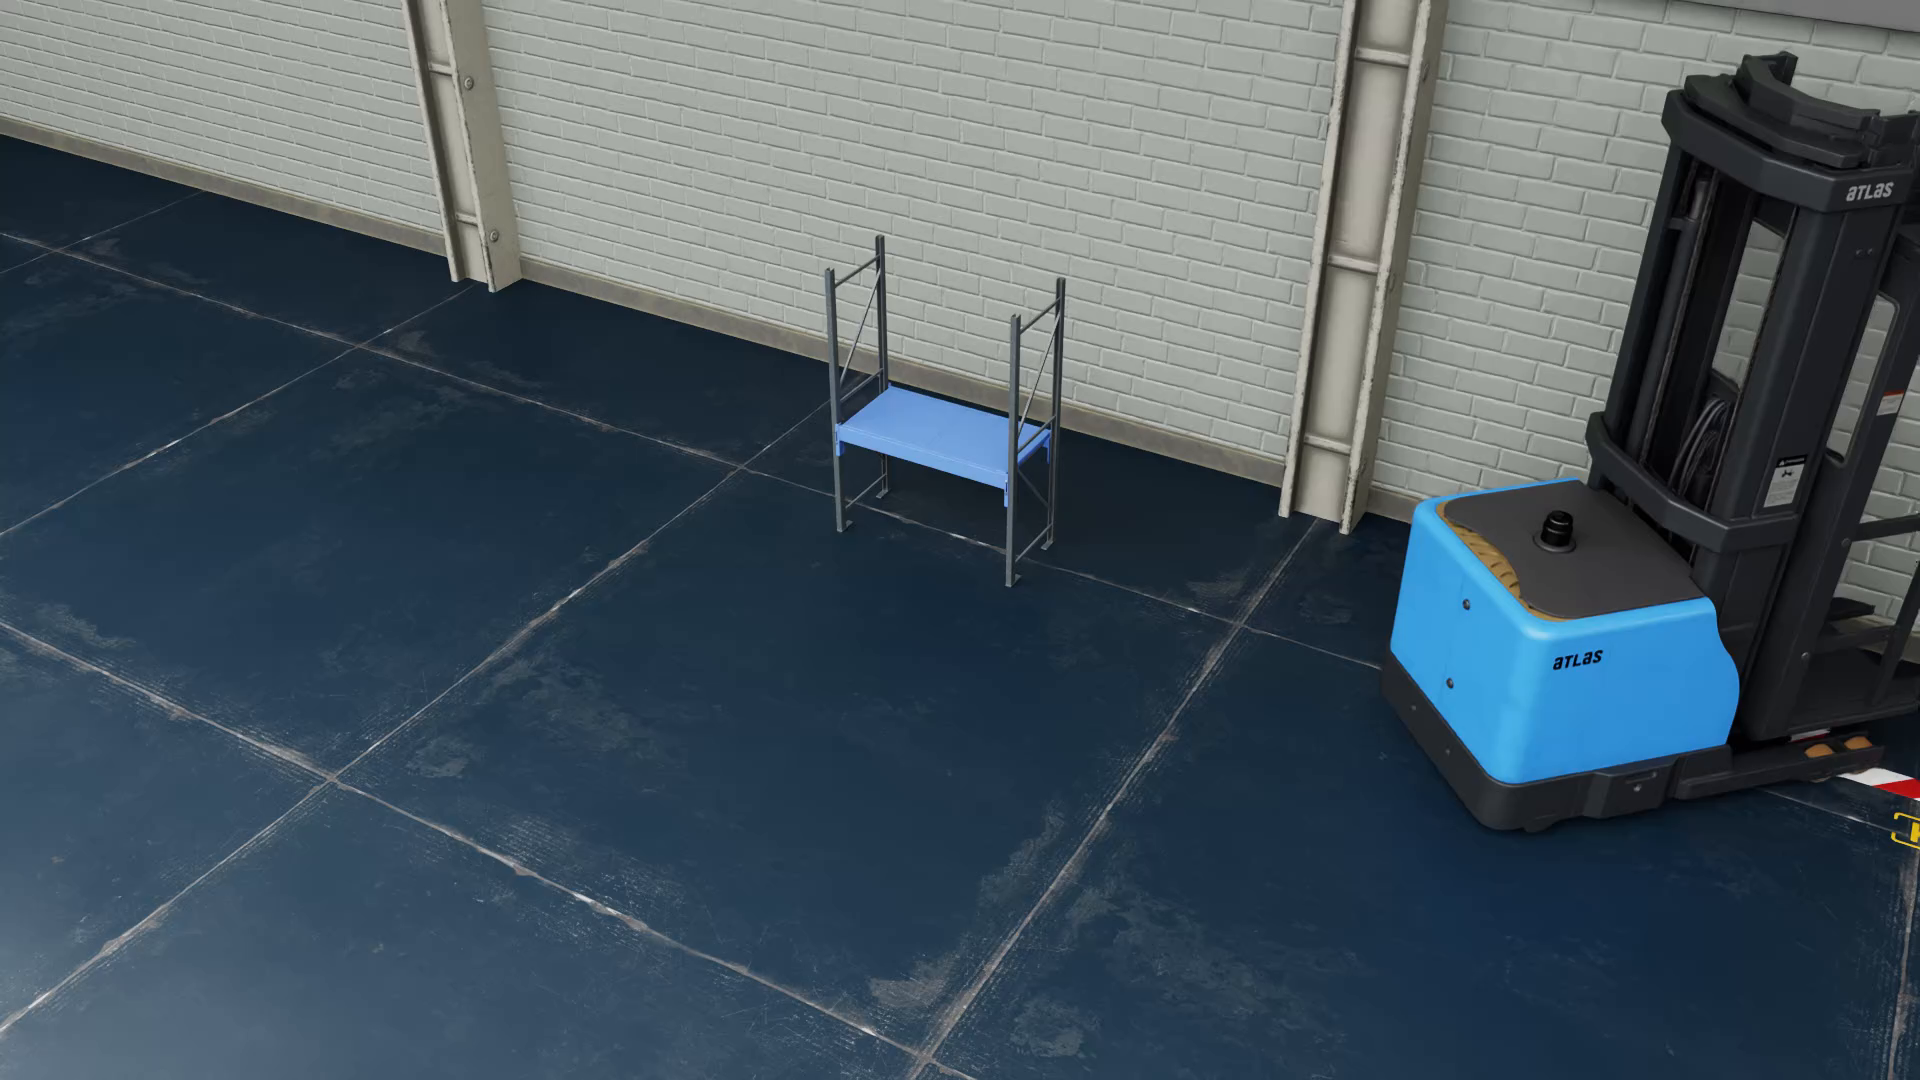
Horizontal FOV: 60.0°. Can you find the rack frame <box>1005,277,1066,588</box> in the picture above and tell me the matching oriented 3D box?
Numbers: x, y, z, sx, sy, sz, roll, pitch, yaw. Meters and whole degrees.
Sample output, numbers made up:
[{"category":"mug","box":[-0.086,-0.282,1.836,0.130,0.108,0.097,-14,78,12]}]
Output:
[{"category":"rack frame","box":[0.367,-0.508,8.160,0.032,1.500,0.500,18,37,24]}]

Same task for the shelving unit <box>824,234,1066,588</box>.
[{"category":"shelving unit","box":[-0.074,-0.648,8.370,1.048,1.500,0.538,18,37,24]}]

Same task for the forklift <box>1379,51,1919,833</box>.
[{"category":"forklift","box":[3.490,-0.449,6.780,3.031,2.935,1.130,-8,35,-12]}]

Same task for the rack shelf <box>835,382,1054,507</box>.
[{"category":"rack shelf","box":[-0.074,-0.498,8.469,1.000,0.185,0.538,18,37,24]}]

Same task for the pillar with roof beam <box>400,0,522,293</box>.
[{"category":"pillar with roof beam","box":[-5.386,-3.478,5.854,0.400,9.000,9.100,18,37,24]}]

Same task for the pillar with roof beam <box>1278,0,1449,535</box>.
[{"category":"pillar with roof beam","box":[-0.176,-1.828,3.376,0.400,9.000,9.100,18,37,24]}]

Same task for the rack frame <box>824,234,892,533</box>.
[{"category":"rack frame","box":[-0.515,-0.788,8.579,0.032,1.500,0.500,18,37,24]}]
